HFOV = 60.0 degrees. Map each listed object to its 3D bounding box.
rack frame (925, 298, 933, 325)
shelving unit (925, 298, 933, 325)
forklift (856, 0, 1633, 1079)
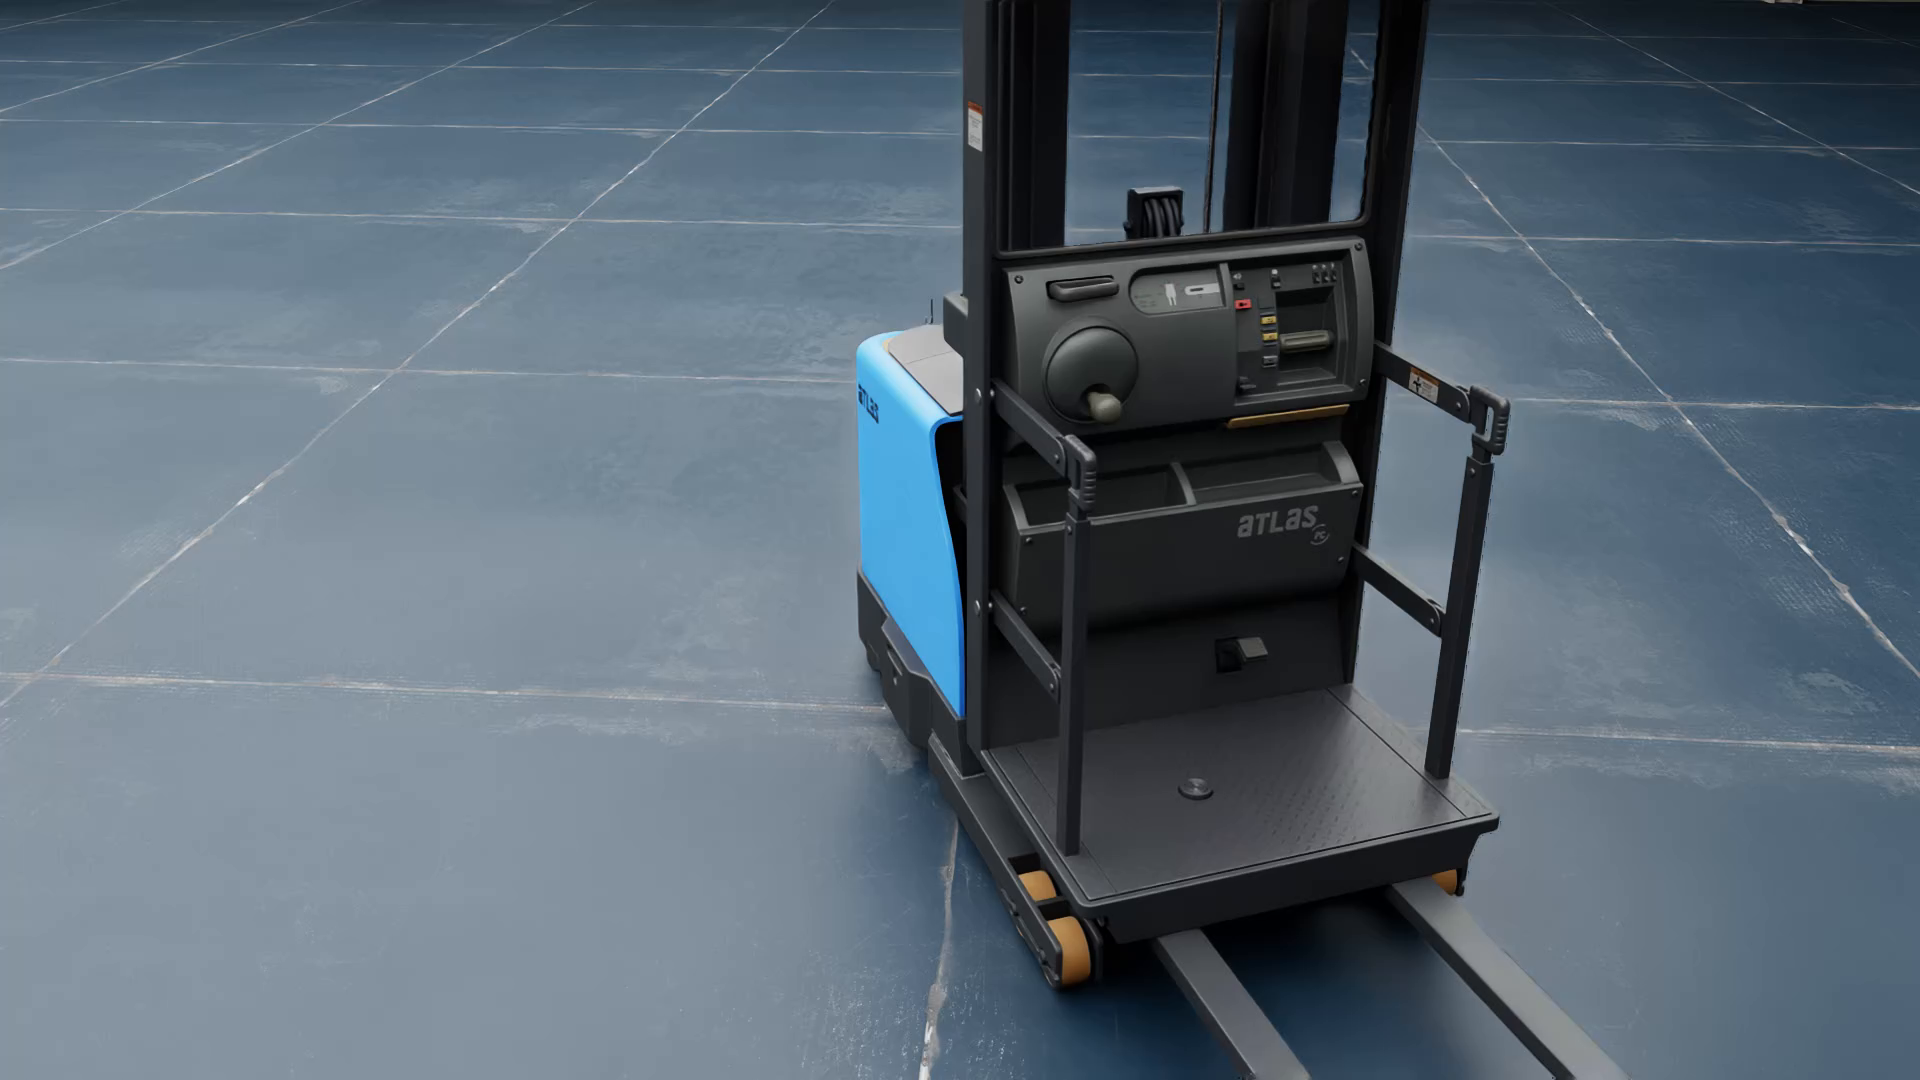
[{"bbox_3d":[-0.109,-0.412,6.070,0.006,0.900,0.240,2,25,4],"label":"rack frame"},{"bbox_3d":[-0.008,-0.409,6.062,0.210,0.900,0.258,2,25,4],"label":"shelving unit"},{"bbox_3d":[0.629,-0.462,3.748,1.130,2.935,3.031,-8,26,-17],"label":"forklift"}]
